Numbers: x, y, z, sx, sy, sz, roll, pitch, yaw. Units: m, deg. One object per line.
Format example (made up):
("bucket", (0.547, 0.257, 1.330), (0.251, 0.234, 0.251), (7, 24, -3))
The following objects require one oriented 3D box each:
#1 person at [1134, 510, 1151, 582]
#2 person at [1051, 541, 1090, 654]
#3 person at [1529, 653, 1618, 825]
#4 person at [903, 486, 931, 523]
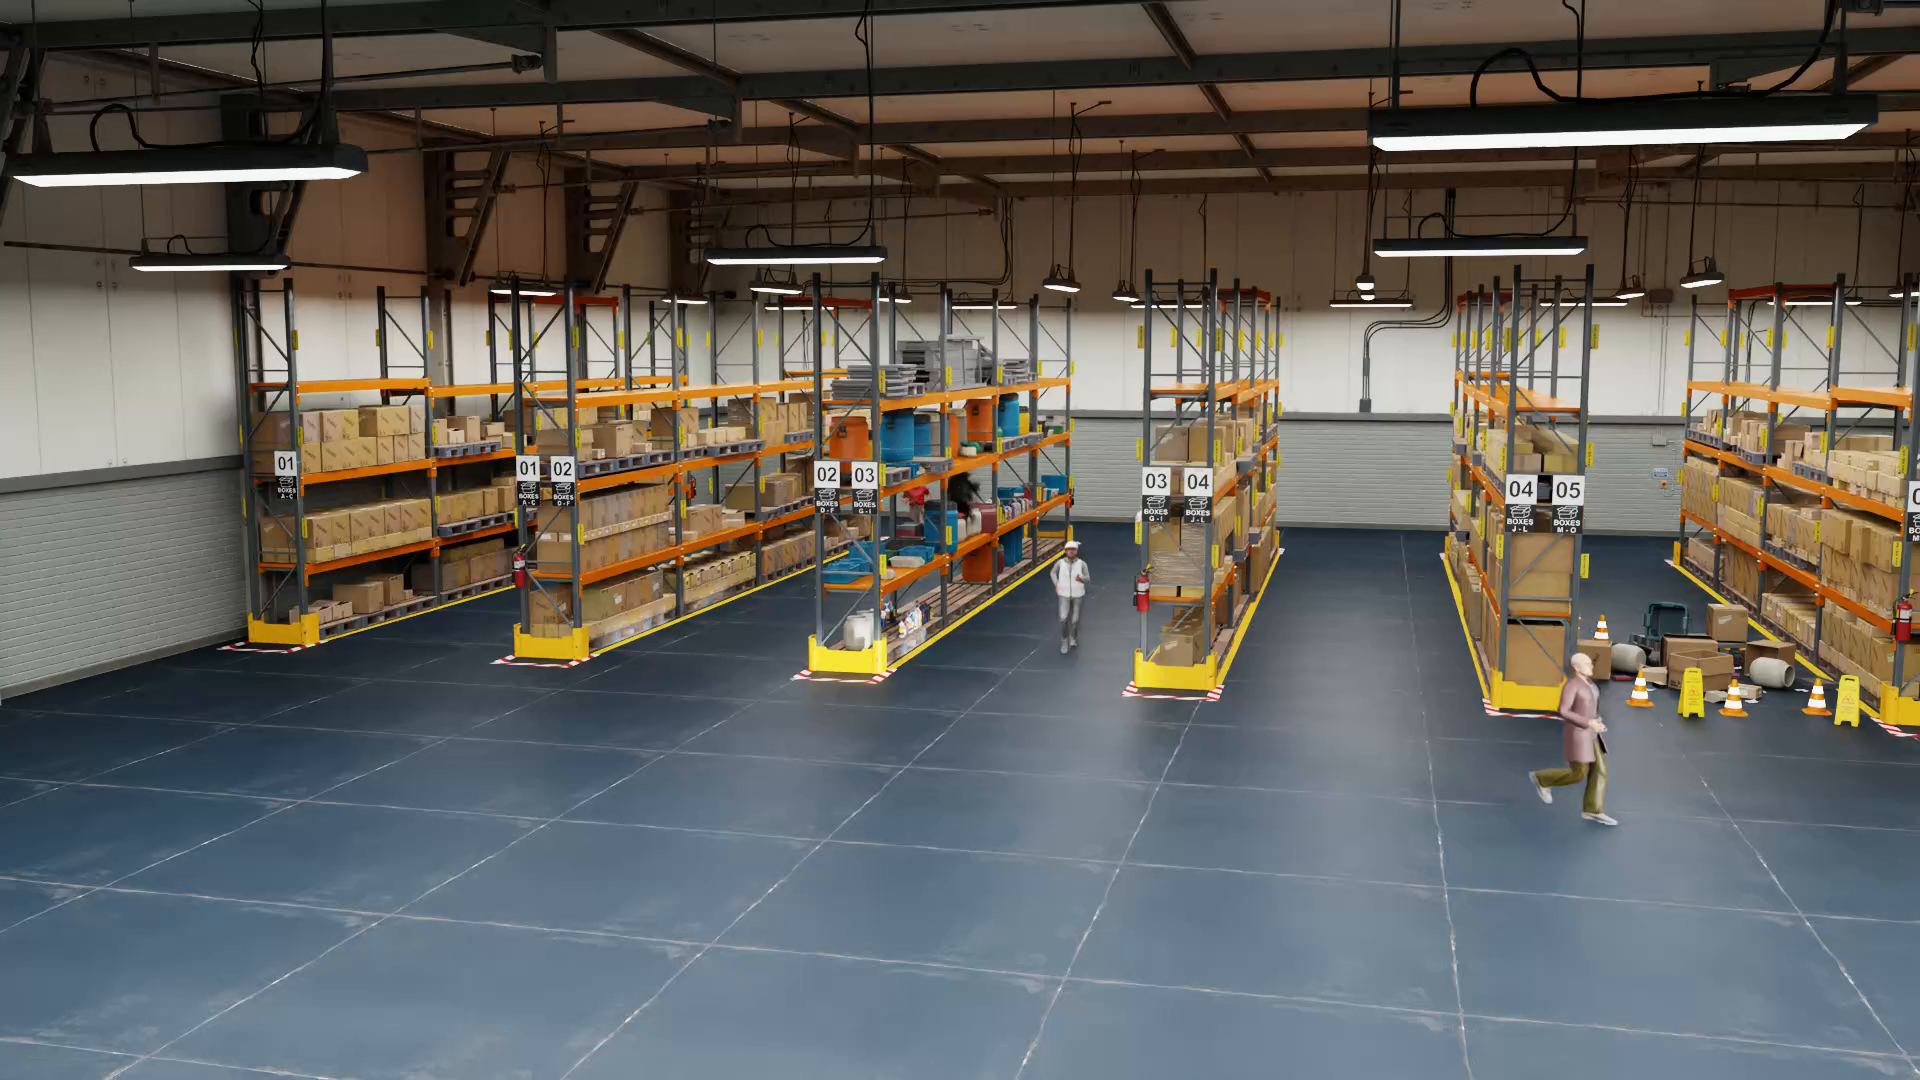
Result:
("person", (3.706, -0.019, 32.711), (0.566, 1.719, 0.876), (1, 7, 12))
("person", (1.775, 0.924, 26.728), (0.636, 1.819, 0.708), (0, 7, 2))
("person", (6.468, 2.055, 17.421), (0.923, 1.764, 0.711), (7, 9, 44))
("person", (-1.056, -0.682, 40.399), (0.673, 1.743, 0.966), (0, 7, 2))
